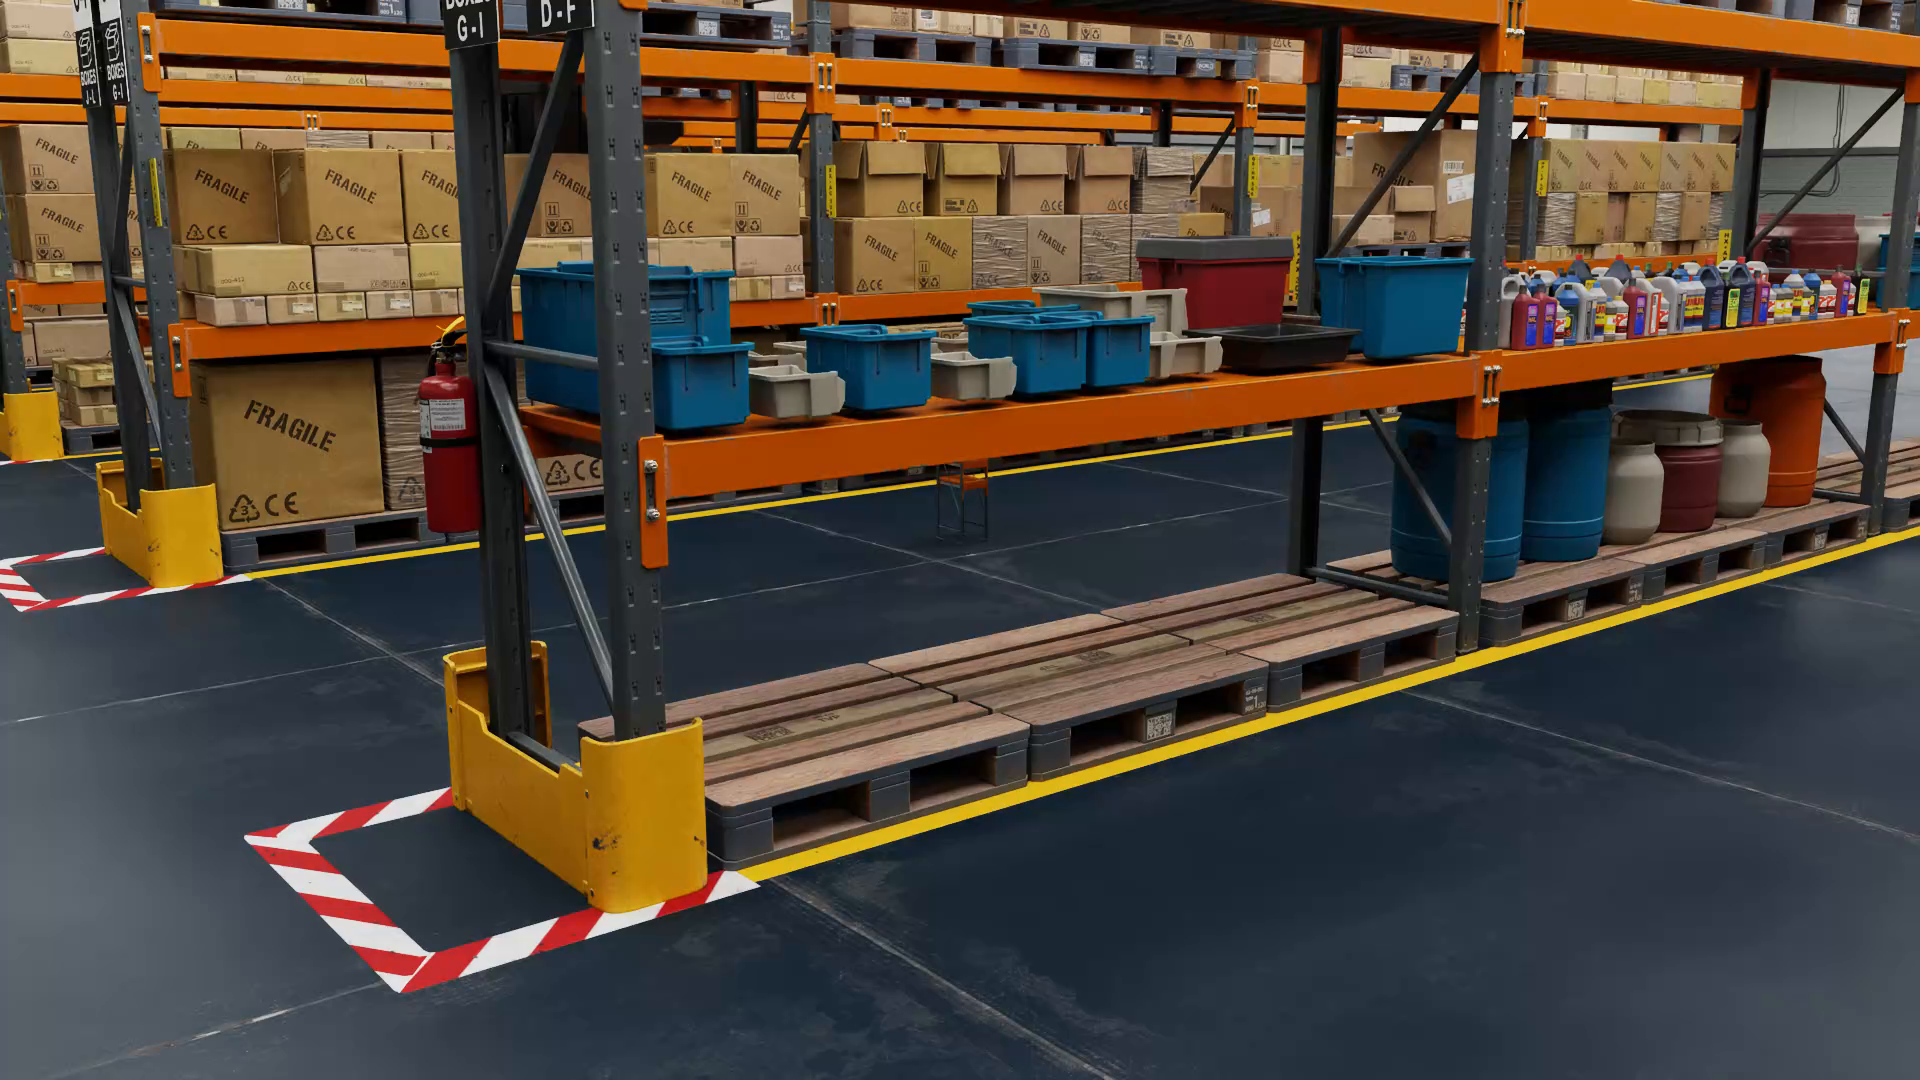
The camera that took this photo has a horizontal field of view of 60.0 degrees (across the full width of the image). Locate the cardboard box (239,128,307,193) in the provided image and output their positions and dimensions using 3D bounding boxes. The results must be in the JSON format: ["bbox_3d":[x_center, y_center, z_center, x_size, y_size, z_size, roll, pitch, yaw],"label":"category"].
[{"bbox_3d":[-5.593,-3.049,13.403,0.500,0.500,0.500,-10,16,-39],"label":"cardboard box"}]

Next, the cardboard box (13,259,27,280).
[{"bbox_3d":[-7.237,-2.119,12.990,0.250,0.149,0.380,-9,15,-38],"label":"cardboard box"}]

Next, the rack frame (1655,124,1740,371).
[{"bbox_3d":[8.198,-3.412,18.476,0.127,3.000,1.000,-9,15,-38],"label":"rack frame"}]

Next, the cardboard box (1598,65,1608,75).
[{"bbox_3d":[6.076,-4.590,16.205,0.250,0.149,0.380,-9,15,-36],"label":"cardboard box"}]

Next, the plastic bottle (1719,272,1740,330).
[{"bbox_3d":[3.855,-1.202,8.350,0.133,0.283,0.061,-9,15,-38],"label":"plastic bottle"}]

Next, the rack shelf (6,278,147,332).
[{"bbox_3d":[-5.754,-2.061,13.845,4.000,0.370,1.077,-9,15,-38],"label":"rack shelf"}]

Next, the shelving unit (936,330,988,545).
[{"bbox_3d":[0.011,-0.589,9.513,0.189,1.200,0.258,-9,15,-38],"label":"shelving unit"}]

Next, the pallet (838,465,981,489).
[{"bbox_3d":[-0.617,-0.603,11.961,1.213,0.211,1.003,-9,15,-38],"label":"pallet"}]

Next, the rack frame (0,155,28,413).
[{"bbox_3d":[-7.315,-2.153,12.549,0.127,3.000,1.000,-9,15,-38],"label":"rack frame"}]

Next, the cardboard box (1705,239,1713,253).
[{"bbox_3d":[7.909,-3.186,18.018,0.250,0.149,0.380,-9,15,-38],"label":"cardboard box"}]

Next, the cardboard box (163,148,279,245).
[{"bbox_3d":[-4.080,-1.881,9.104,0.500,0.500,0.500,-9,15,-37],"label":"cardboard box"}]

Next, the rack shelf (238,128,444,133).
[{"bbox_3d":[-8.905,-5.642,23.487,4.000,0.370,1.077,-9,15,-38],"label":"rack shelf"}]

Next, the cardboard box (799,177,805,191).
[{"bbox_3d":[-2.127,-4.672,22.444,0.500,0.500,0.500,-9,15,-36],"label":"cardboard box"}]

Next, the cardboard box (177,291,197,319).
[{"bbox_3d":[-4.223,-1.313,9.194,0.250,0.149,0.380,-9,15,-37],"label":"cardboard box"}]

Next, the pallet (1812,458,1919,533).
[{"bbox_3d":[5.674,-0.301,10.537,1.213,0.211,1.003,-9,15,-38],"label":"pallet"}]

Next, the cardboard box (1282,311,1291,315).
[{"bbox_3d":[2.456,-1.825,14.155,0.500,0.250,0.500,-9,15,-35],"label":"cardboard box"}]

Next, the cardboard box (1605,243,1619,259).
[{"bbox_3d":[6.391,-2.915,16.742,0.250,0.149,0.380,-9,15,-38],"label":"cardboard box"}]

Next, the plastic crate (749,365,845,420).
[{"bbox_3d":[-0.501,-0.440,4.968,0.298,0.136,0.250,-9,15,-38],"label":"plastic crate"}]

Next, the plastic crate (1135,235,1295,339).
[{"bbox_3d":[1.068,-1.037,6.992,0.583,0.464,0.402,-9,15,-38],"label":"plastic crate"}]

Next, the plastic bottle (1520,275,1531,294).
[{"bbox_3d":[2.799,-1.187,8.308,0.097,0.271,0.097,0,12,0],"label":"plastic bottle"}]

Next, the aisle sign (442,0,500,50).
[{"bbox_3d":[-1.441,-1.842,4.825,0.004,0.787,0.394,-9,15,-38],"label":"aisle sign"}]

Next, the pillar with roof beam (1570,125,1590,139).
[{"bbox_3d":[19.227,-11.230,40.852,0.548,9.000,9.100,-9,15,-38],"label":"pillar with roof beam"}]

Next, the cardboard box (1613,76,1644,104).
[{"bbox_3d":[6.390,-4.436,16.437,0.500,0.250,0.500,-10,16,-40],"label":"cardboard box"}]

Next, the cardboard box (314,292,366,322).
[{"bbox_3d":[-3.413,-1.272,9.004,0.250,0.149,0.380,-10,16,-39],"label":"cardboard box"}]

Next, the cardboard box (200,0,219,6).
[{"bbox_3d":[-5.862,-4.146,12.910,0.250,0.149,0.380,-9,15,-36],"label":"cardboard box"}]

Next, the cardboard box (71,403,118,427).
[{"bbox_3d":[-6.706,-0.980,12.877,0.250,0.149,0.380,-9,15,-37],"label":"cardboard box"}]

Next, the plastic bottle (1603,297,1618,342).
[{"bbox_3d":[2.991,-1.023,7.705,0.097,0.201,0.097,0,12,0],"label":"plastic bottle"}]

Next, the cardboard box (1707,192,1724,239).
[{"bbox_3d":[7.751,-3.540,18.119,0.500,0.500,0.875,-9,15,-38],"label":"cardboard box"}]

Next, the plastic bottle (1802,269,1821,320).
[{"bbox_3d":[4.562,-1.319,8.927,0.097,0.271,0.097,0,12,0],"label":"plastic bottle"}]

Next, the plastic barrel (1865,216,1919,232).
[{"bbox_3d":[6.044,-1.848,10.841,0.421,0.512,0.421,0,12,0],"label":"plastic barrel"}]

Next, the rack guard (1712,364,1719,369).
[{"bbox_3d":[8.139,-2.179,18.689,0.348,0.500,1.175,-9,15,-38],"label":"rack guard"}]

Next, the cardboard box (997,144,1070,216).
[{"bbox_3d":[0.340,-2.649,12.227,0.637,0.503,0.797,-9,15,-36],"label":"cardboard box"}]

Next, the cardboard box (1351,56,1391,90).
[{"bbox_3d":[3.274,-3.922,14.019,0.500,0.250,0.500,-9,15,-36],"label":"cardboard box"}]

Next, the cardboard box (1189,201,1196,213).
[{"bbox_3d":[2.335,-3.834,20.101,0.550,0.550,0.875,-9,15,-38],"label":"cardboard box"}]

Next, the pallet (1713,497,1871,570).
[{"bbox_3d":[4.456,-0.098,9.580,1.213,0.211,1.003,-9,15,-38],"label":"pallet"}]

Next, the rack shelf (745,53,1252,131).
[{"bbox_3d":[0.389,-3.230,12.128,4.000,0.370,1.077,-9,15,-38],"label":"rack shelf"}]

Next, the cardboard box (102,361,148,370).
[{"bbox_3d":[-6.554,-1.324,13.060,0.250,0.149,0.380,-9,15,-37],"label":"cardboard box"}]

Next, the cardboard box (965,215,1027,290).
[{"bbox_3d":[0.126,-2.053,11.836,0.500,0.500,0.500,-10,15,-39],"label":"cardboard box"}]

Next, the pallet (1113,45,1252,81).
[{"bbox_3d":[1.481,-3.657,12.861,1.003,0.211,1.213,-9,15,-35],"label":"pallet"}]

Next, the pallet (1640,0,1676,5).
[{"bbox_3d":[2.473,-2.544,7.621,1.003,0.211,1.213,-9,15,-38],"label":"pallet"}]

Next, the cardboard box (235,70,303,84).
[{"bbox_3d":[-5.587,-3.766,13.282,0.500,0.250,0.500,-10,15,-38],"label":"cardboard box"}]

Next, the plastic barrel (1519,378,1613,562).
[{"bbox_3d":[2.910,-0.390,8.286,0.708,0.901,0.600,-9,15,-38],"label":"plastic barrel"}]

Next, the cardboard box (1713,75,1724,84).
[{"bbox_3d":[7.754,-4.846,17.410,0.250,0.149,0.380,-10,16,-40],"label":"cardboard box"}]

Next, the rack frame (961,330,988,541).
[{"bbox_3d":[0.083,-0.601,9.569,0.006,1.200,0.240,-9,15,-38],"label":"rack frame"}]

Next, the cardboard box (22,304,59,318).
[{"bbox_3d":[-11.887,-2.951,21.314,0.500,0.500,0.500,-9,15,-37],"label":"cardboard box"}]

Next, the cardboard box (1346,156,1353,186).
[{"bbox_3d":[4.864,-4.789,22.001,0.550,0.550,0.875,-9,15,-38],"label":"cardboard box"}]

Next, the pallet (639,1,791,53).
[{"bbox_3d":[-1.818,-3.174,10.348,1.213,0.211,1.003,-9,15,-38],"label":"pallet"}]

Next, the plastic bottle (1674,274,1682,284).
[{"bbox_3d":[3.595,-1.196,8.351,0.097,0.271,0.097,0,12,0],"label":"plastic bottle"}]

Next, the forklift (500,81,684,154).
[{"bbox_3d":[-2.810,-2.236,13.101,3.031,2.935,1.130,-10,16,-40],"label":"forklift"}]

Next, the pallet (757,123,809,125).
[{"bbox_3d":[-2.473,-5.678,22.377,1.003,0.211,1.213,-9,15,-38],"label":"pallet"}]

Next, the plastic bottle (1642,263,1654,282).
[{"bbox_3d":[3.831,-1.410,9.328,0.133,0.283,0.061,-9,15,-38],"label":"plastic bottle"}]

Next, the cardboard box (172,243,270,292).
[{"bbox_3d":[-4.083,-1.514,9.182,0.500,0.250,0.500,-10,15,-39],"label":"cardboard box"}]

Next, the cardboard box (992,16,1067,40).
[{"bbox_3d":[0.369,-3.829,11.956,0.637,0.503,0.797,-10,15,-38],"label":"cardboard box"}]
